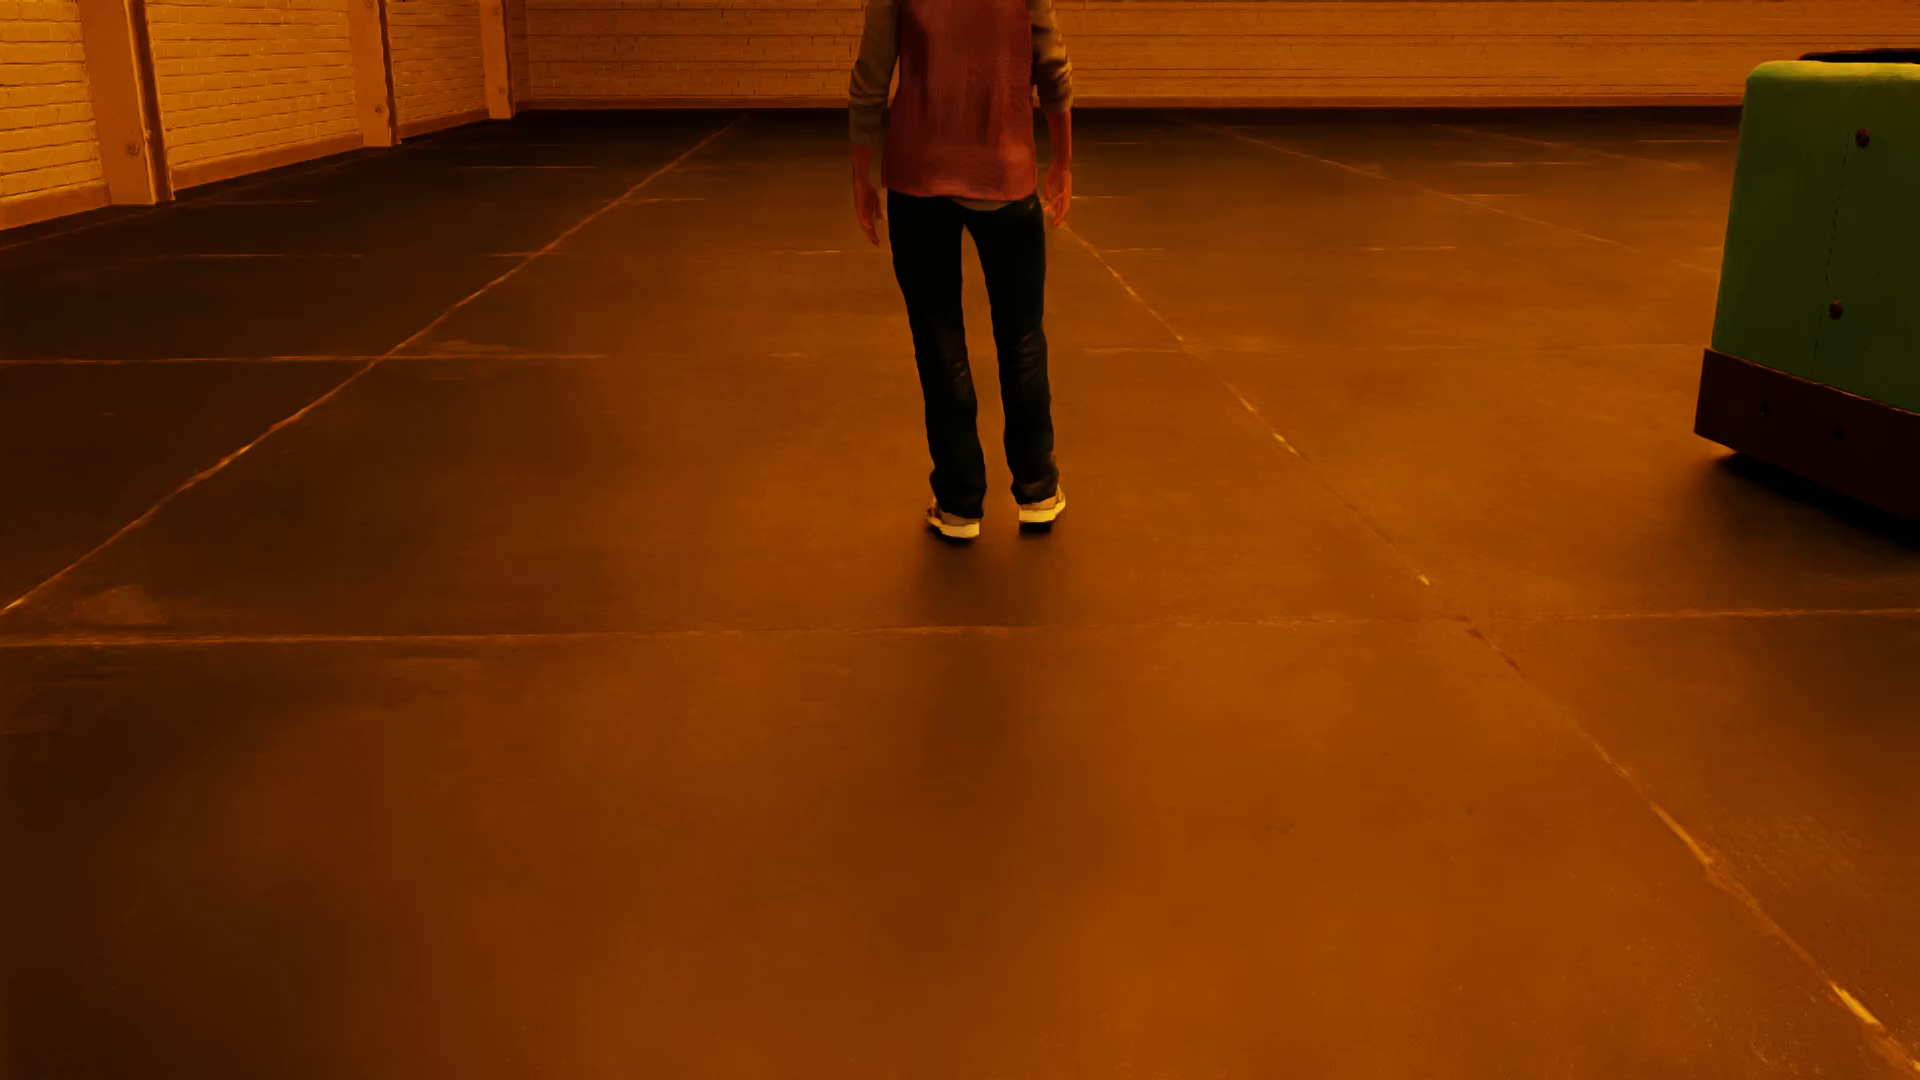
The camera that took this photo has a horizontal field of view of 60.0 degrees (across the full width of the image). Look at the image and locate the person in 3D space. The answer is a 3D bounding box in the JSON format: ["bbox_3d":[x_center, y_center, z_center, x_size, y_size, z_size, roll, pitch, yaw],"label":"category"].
[{"bbox_3d":[0.010,-0.792,3.754,0.520,1.597,0.474,-1,17,-3],"label":"person"}]

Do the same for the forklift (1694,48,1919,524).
[{"bbox_3d":[3.613,-1.565,4.024,3.031,2.935,1.130,-2,17,-8],"label":"forklift"}]
